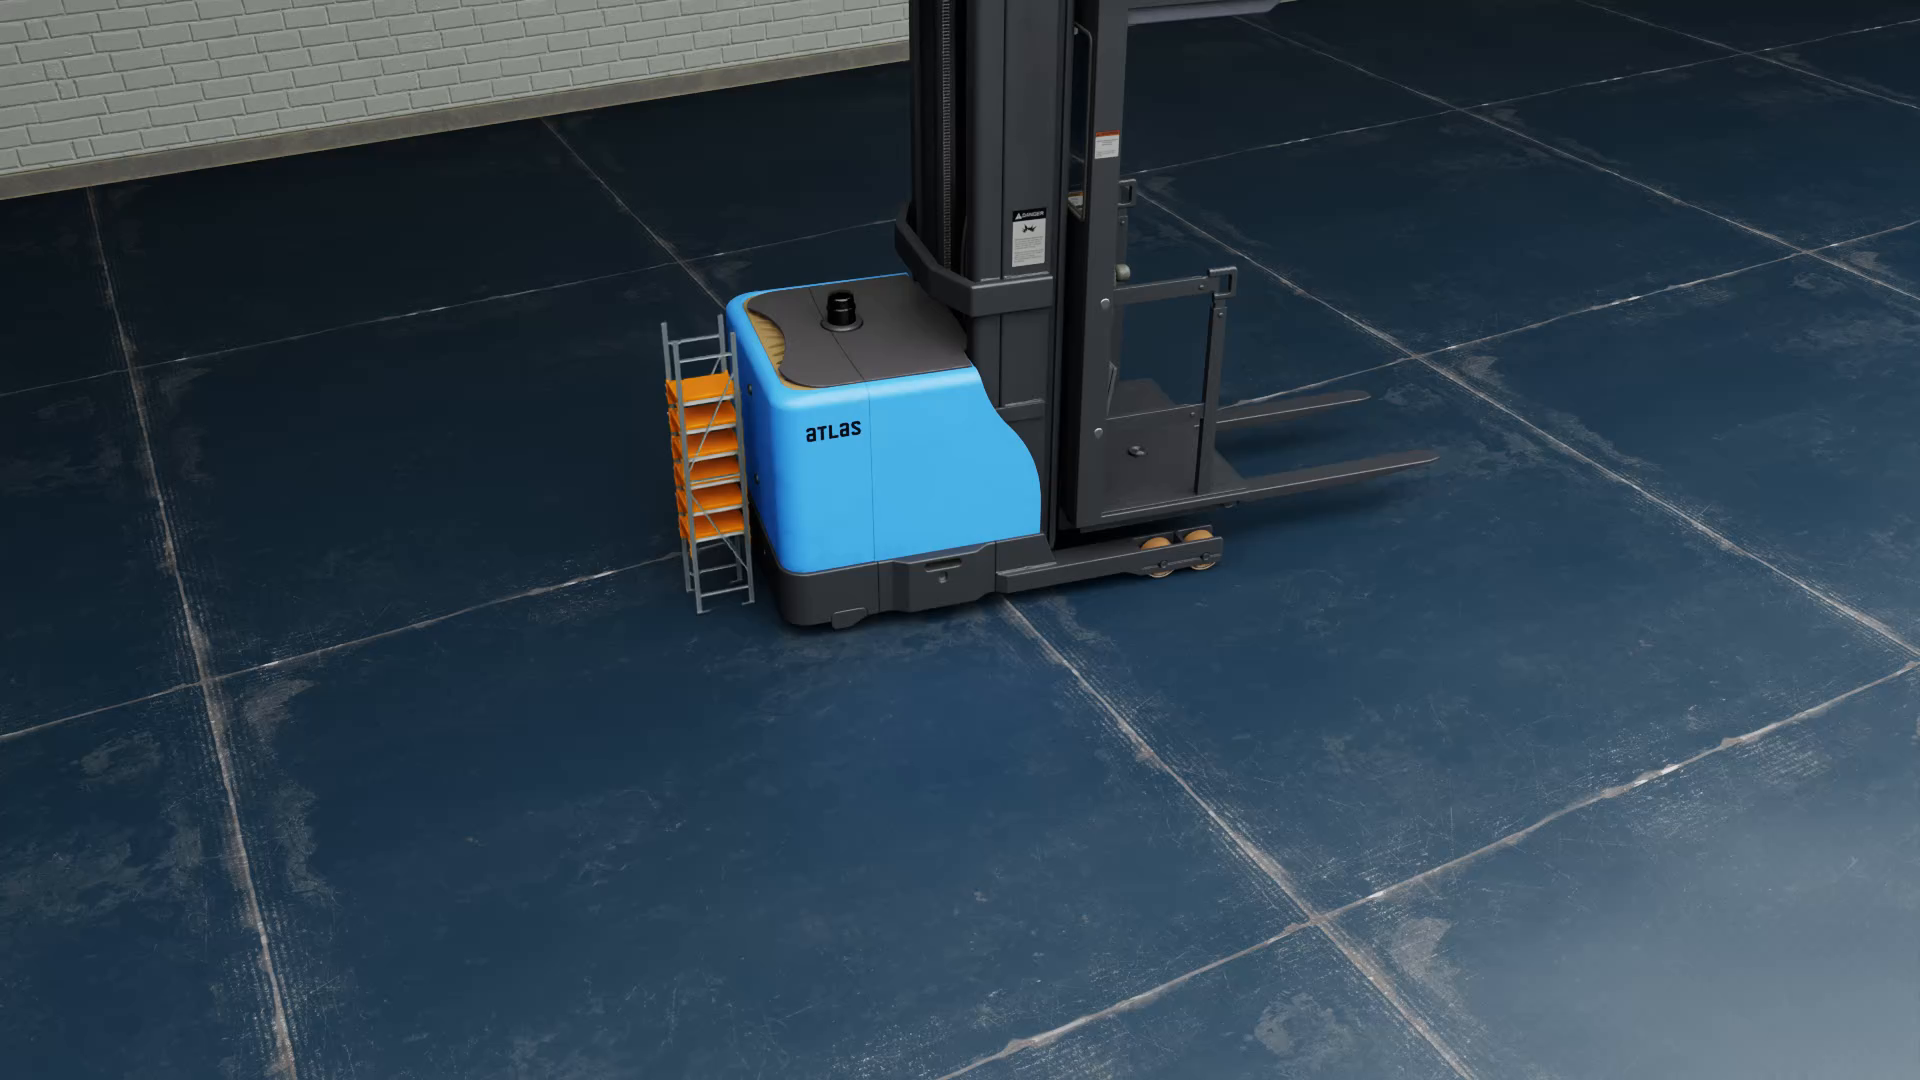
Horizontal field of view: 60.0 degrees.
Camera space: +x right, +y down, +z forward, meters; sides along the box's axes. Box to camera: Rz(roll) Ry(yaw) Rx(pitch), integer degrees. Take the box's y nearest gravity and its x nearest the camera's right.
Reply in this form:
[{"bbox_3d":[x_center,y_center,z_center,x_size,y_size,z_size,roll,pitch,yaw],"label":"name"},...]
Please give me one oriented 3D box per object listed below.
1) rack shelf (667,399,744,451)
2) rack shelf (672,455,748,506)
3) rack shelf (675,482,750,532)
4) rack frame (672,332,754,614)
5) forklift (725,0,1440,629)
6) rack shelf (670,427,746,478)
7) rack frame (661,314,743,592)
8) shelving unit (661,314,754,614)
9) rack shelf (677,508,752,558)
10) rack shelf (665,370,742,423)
[{"bbox_3d":[-0.989,-0.451,6.469,0.258,0.103,0.180,-11,32,-19],"label":"rack shelf"},{"bbox_3d":[-0.989,-0.244,6.591,0.258,0.103,0.180,-11,32,-19],"label":"rack shelf"},{"bbox_3d":[-0.990,-0.140,6.651,0.258,0.103,0.180,-11,32,-19],"label":"rack shelf"},{"bbox_3d":[-0.955,-0.239,6.495,0.240,1.200,0.006,-11,32,-19],"label":"rack frame"},{"bbox_3d":[0.599,-1.337,6.621,3.031,2.935,1.130,-10,34,-15],"label":"forklift"},{"bbox_3d":[-0.989,-0.347,6.530,0.258,0.103,0.180,-11,32,-19],"label":"rack shelf"},{"bbox_3d":[-1.023,-0.325,6.641,0.240,1.200,0.006,-11,32,-19],"label":"rack frame"},{"bbox_3d":[-0.989,-0.282,6.568,0.258,1.200,0.189,-11,32,-19],"label":"shelving unit"},{"bbox_3d":[-0.990,-0.037,6.712,0.258,0.103,0.180,-11,32,-19],"label":"rack shelf"},{"bbox_3d":[-0.988,-0.554,6.408,0.258,0.103,0.180,-11,32,-19],"label":"rack shelf"}]
